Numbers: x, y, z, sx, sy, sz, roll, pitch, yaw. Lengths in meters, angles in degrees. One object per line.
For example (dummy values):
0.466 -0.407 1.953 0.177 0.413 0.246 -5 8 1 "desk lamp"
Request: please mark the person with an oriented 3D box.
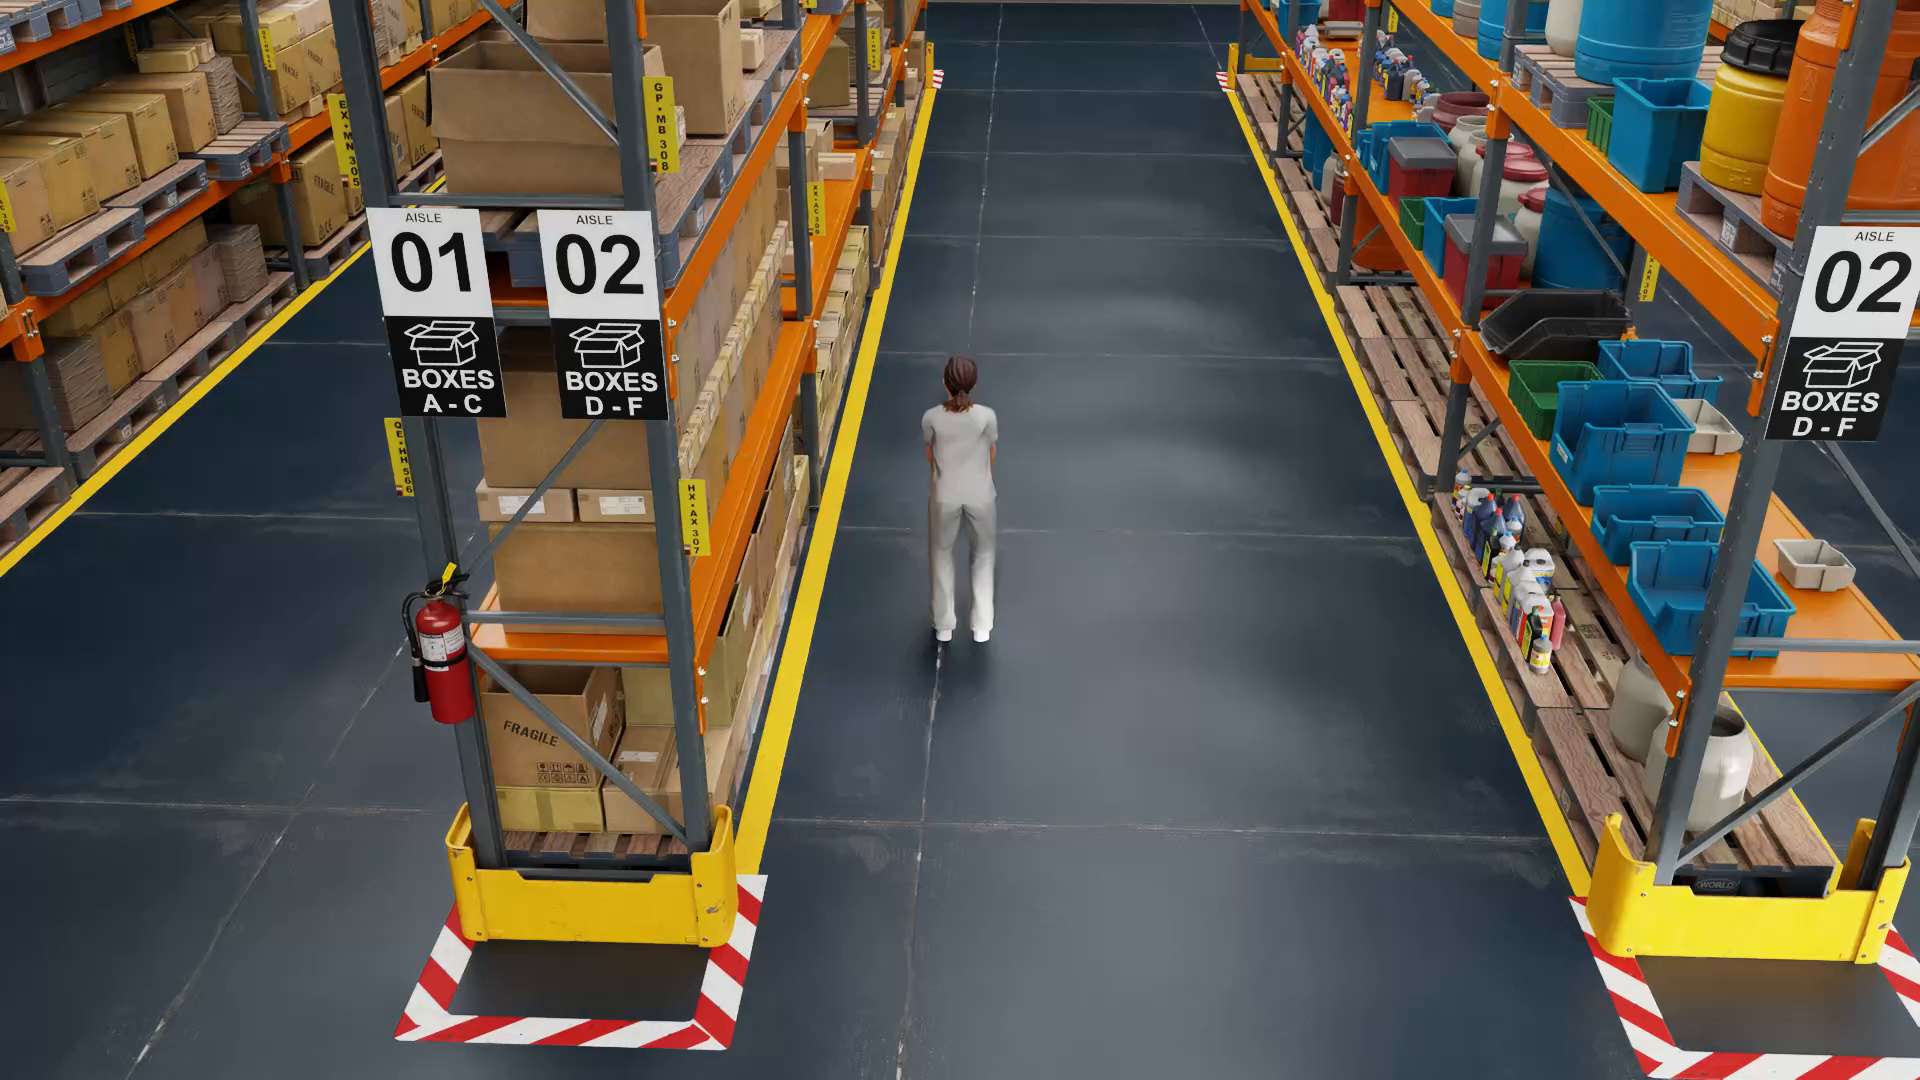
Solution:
0.000 -0.257 9.120 0.411 1.668 0.501 0 28 0 "person"
